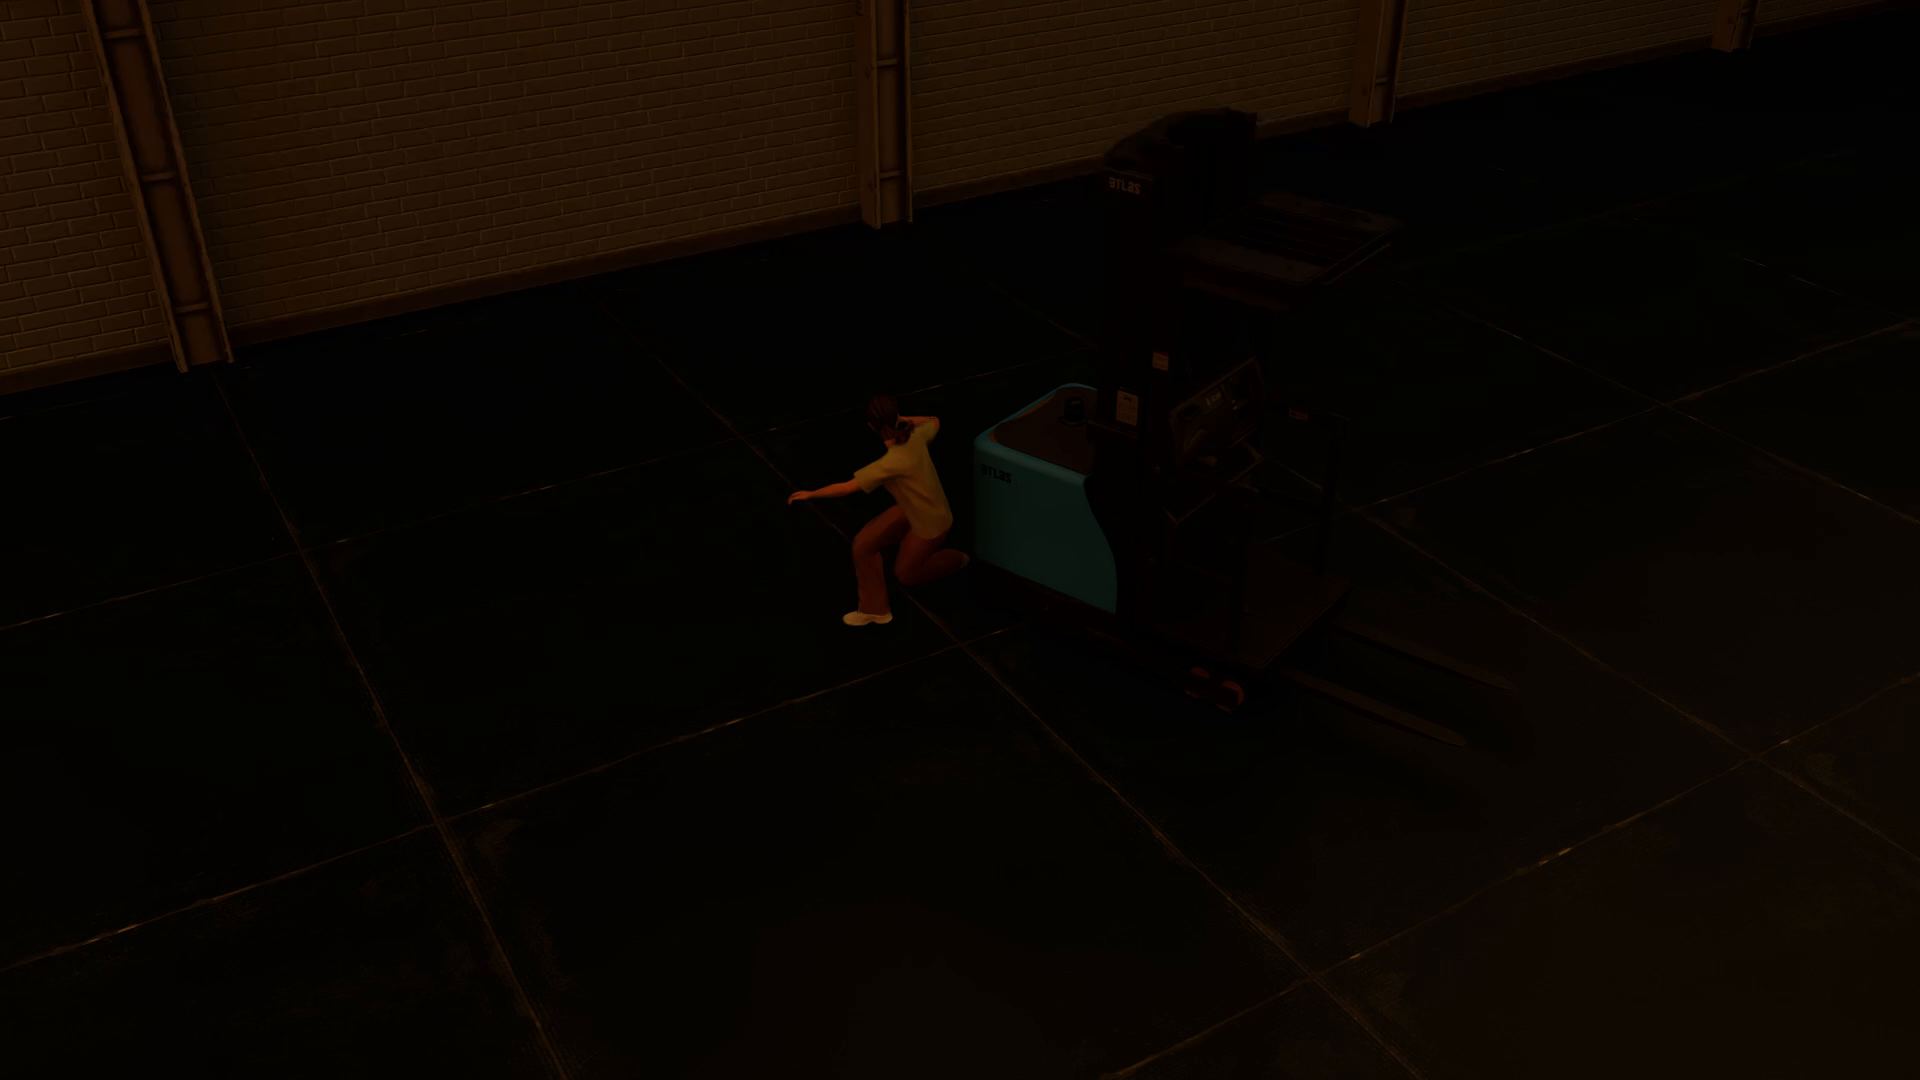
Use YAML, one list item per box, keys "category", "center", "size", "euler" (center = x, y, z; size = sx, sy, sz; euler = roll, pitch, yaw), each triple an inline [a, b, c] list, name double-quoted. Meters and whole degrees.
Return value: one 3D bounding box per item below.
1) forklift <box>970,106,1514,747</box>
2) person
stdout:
- category: "forklift"
  center: [1.531, -0.644, 8.722]
  size: [3.031, 2.935, 1.130]
  euler: [22, 37, 32]
- category: "person"
  center: [-0.452, -0.214, 9.470]
  size: [1.068, 1.441, 0.763]
  euler: [-5, 31, -8]
